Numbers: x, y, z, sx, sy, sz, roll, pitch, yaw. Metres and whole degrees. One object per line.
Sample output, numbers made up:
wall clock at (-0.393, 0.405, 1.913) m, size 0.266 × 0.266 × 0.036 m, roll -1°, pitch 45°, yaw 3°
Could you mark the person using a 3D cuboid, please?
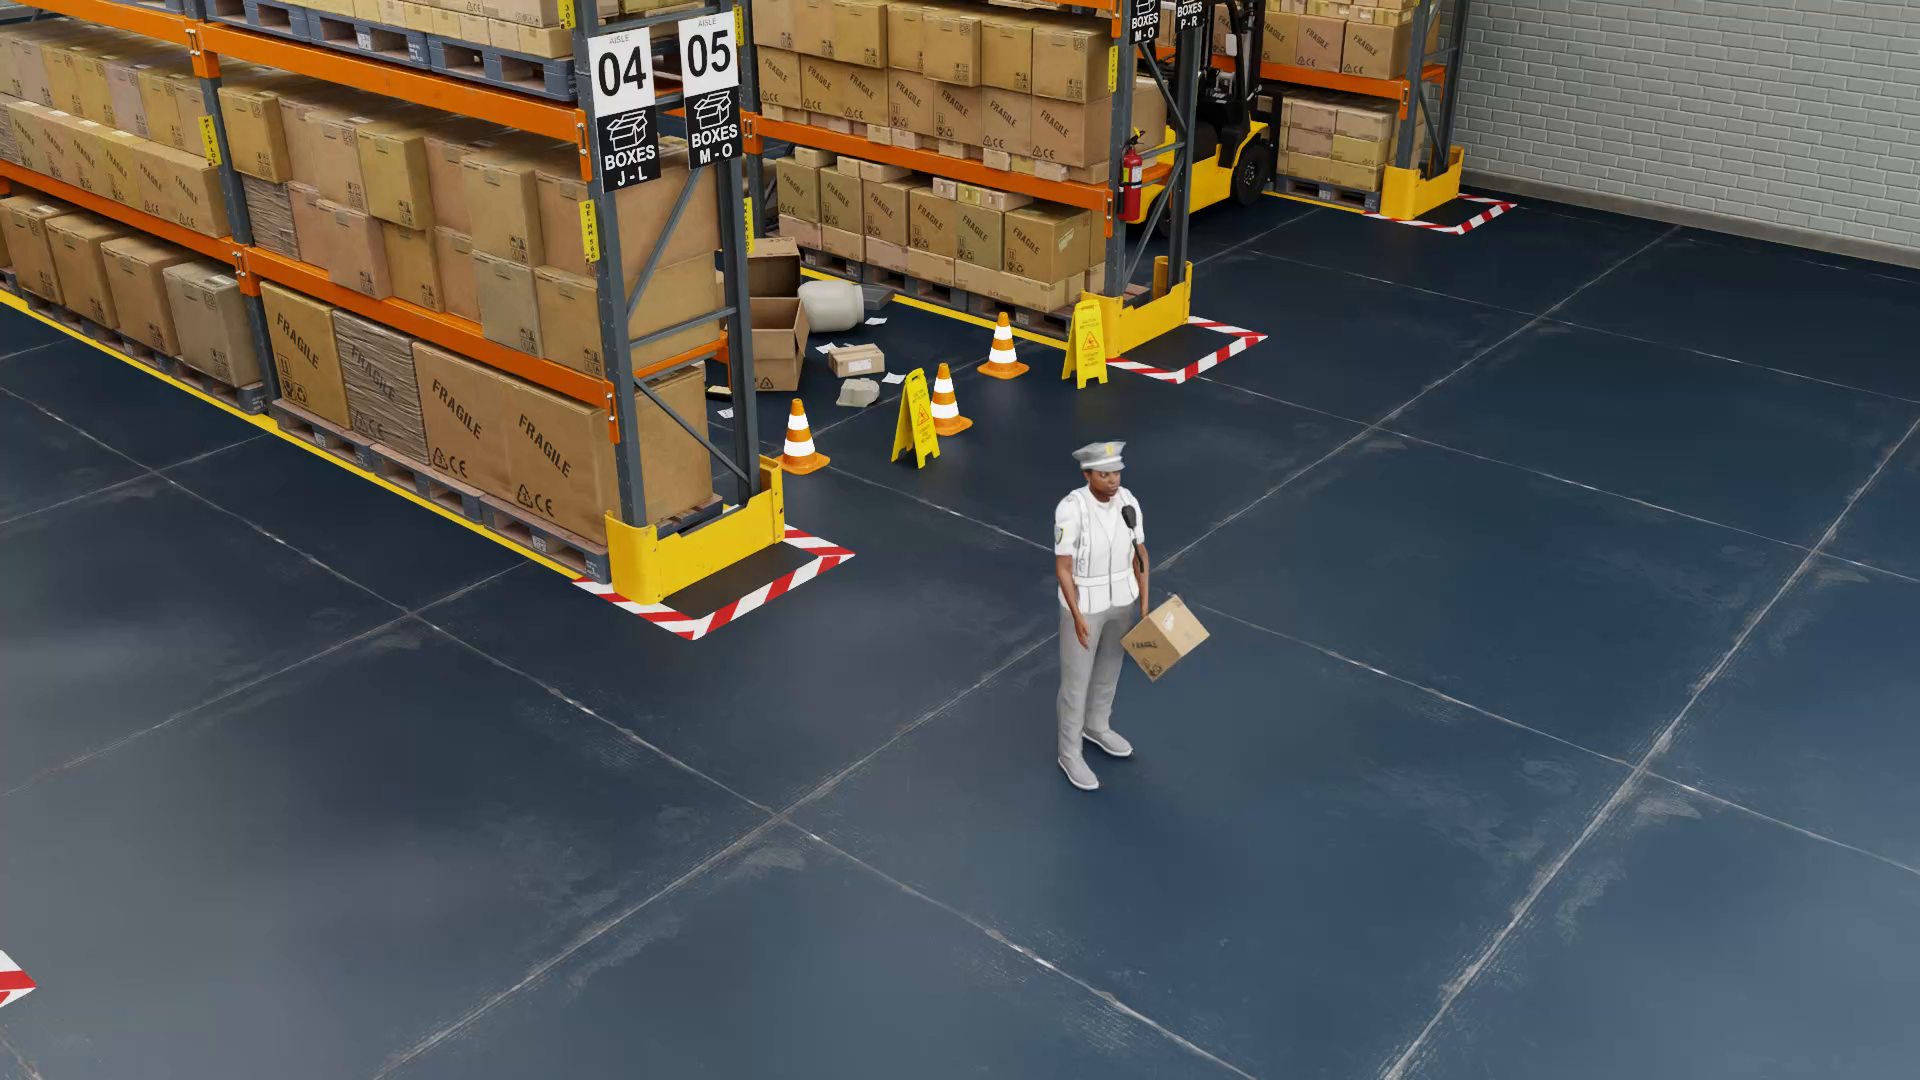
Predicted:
person at (0.698, 0.328, 7.937) m, size 0.488 × 1.697 × 0.514 m, roll -12°, pitch 30°, yaw -22°
